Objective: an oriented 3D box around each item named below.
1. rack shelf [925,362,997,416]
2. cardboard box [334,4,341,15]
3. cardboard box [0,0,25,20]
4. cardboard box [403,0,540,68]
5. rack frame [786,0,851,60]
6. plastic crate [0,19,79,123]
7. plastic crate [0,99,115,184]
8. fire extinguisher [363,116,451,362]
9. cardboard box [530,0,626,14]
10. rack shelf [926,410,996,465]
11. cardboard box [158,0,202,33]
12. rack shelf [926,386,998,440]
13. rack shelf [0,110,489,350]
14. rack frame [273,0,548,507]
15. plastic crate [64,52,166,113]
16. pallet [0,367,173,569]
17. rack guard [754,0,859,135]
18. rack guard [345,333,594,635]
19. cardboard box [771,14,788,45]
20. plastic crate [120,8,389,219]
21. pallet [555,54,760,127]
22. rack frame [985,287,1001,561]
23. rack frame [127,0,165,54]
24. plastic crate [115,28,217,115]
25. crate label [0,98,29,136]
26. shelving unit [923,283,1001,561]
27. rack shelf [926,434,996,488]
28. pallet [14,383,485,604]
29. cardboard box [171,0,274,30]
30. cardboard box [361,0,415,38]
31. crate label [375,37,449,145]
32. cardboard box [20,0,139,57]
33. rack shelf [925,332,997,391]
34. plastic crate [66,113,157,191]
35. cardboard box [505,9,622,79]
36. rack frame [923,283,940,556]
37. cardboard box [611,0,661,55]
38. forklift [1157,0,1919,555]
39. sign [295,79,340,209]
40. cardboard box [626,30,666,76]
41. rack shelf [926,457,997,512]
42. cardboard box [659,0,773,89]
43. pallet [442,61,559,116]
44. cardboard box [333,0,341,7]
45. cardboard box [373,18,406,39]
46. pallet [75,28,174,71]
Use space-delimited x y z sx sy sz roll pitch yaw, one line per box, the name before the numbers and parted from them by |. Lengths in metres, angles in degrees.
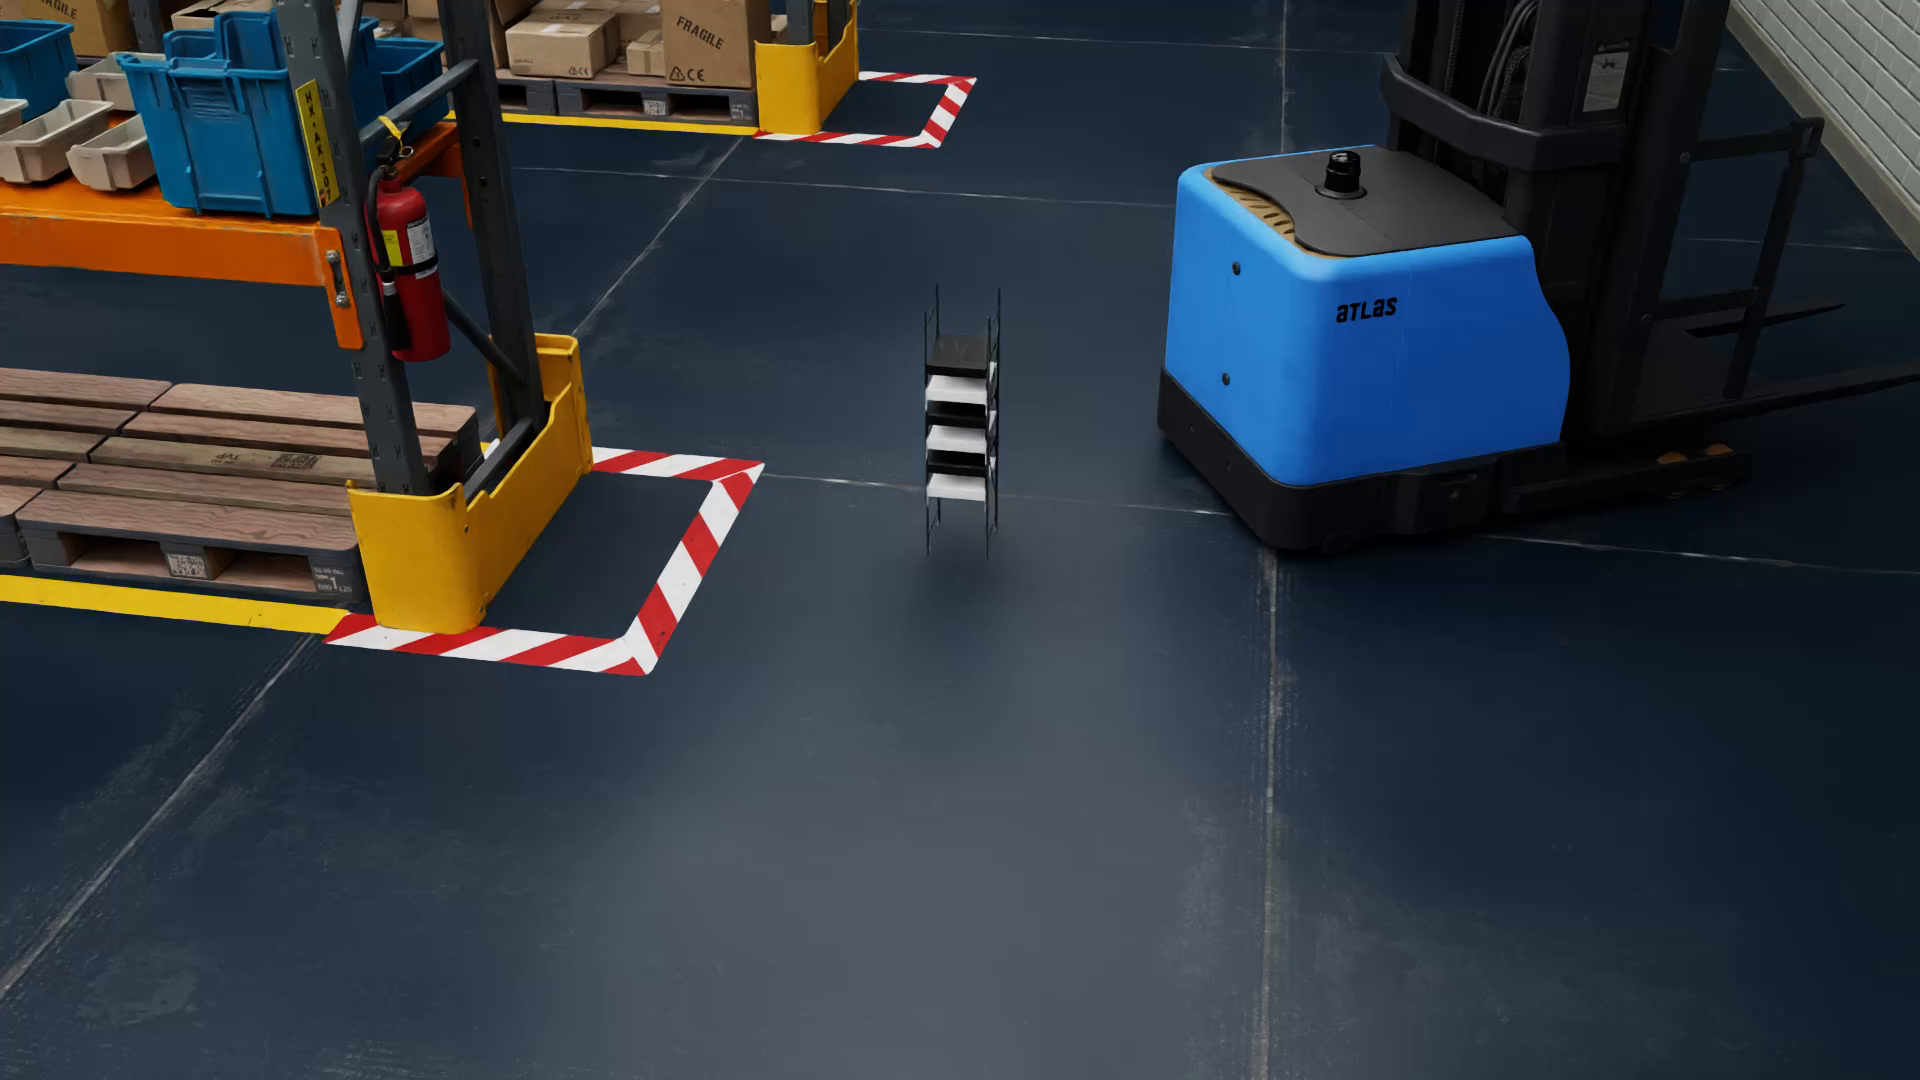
rack shelf | 0.008 -0.505 5.432 0.200 0.077 0.258 5 32 8
cardboard box | -3.764 -3.303 10.472 0.250 0.149 0.380 5 32 8
cardboard box | -5.774 -3.299 10.135 0.500 0.500 0.500 5 32 8
cardboard box | -2.900 -3.193 9.962 0.637 0.503 0.797 5 32 8
rack frame | -0.810 -3.872 9.109 0.127 3.000 1.000 5 32 8
plastic crate | -3.133 -1.548 5.498 0.300 0.233 0.416 5 32 8
plastic crate | -2.765 -1.207 5.044 0.243 0.136 0.396 5 32 8
fire extinguisher | -1.575 -0.840 4.689 0.183 0.674 0.296 5 32 8
cardboard box | -2.284 -3.180 10.179 0.500 0.250 0.500 5 32 8
rack shelf | 0.008 -0.352 5.528 0.200 0.077 0.258 5 32 8
cardboard box | -5.189 -3.527 10.499 0.500 0.500 0.500 4 32 6
rack shelf | 0.008 -0.429 5.480 0.200 0.077 0.258 5 32 8
rack shelf | -3.619 -1.156 5.447 4.000 0.370 1.077 5 32 8
rack frame | -1.647 -1.282 4.971 0.127 3.000 1.000 5 32 8
plastic crate | -2.806 -1.522 5.547 0.298 0.136 0.250 5 32 8
pallet | -3.653 -0.304 6.037 1.213 0.211 1.003 5 32 8
rack guard | -0.885 -2.820 9.784 0.348 0.500 1.175 5 32 8
rack guard | -1.621 -0.227 5.642 0.348 0.500 1.175 5 32 8
cardboard box | -1.165 -3.068 10.096 0.250 0.149 0.380 5 32 8
plastic crate | -2.009 -1.255 4.838 0.499 0.435 0.616 5 32 8
pallet | -1.671 -2.768 9.973 1.213 0.211 1.003 5 32 8
rack frame | 0.108 -0.372 5.496 0.006 0.900 0.240 5 32 8
rack frame | -4.753 -4.229 9.680 0.127 3.000 1.000 5 32 8
plastic crate | -2.484 -1.490 5.404 0.300 0.233 0.416 5 32 8
crate label | -3.044 -1.219 5.063 0.243 0.136 0.396 5 32 8
shelving unit | 0.008 -0.381 5.510 0.210 0.900 0.258 5 32 8
rack shelf | 0.008 -0.276 5.576 0.200 0.077 0.258 5 32 8
pallet | -2.454 -0.194 5.861 1.213 0.211 1.003 5 32 8
cardboard box | -4.376 -3.126 10.036 0.500 0.311 0.500 5 32 8
cardboard box | -3.405 -3.307 10.325 0.500 0.311 0.500 5 32 8
crate label | -1.835 -1.431 5.310 0.303 0.233 0.416 5 32 8
cardboard box | -5.288 -3.251 10.057 0.500 0.500 0.500 5 32 8
rack shelf | 0.008 -0.581 5.384 0.200 0.077 0.258 5 32 8
plastic crate | -2.482 -1.174 4.990 0.243 0.136 0.396 5 32 8
cardboard box | -2.319 -2.914 9.755 0.500 0.250 0.500 5 32 8
rack frame | -0.092 -0.390 5.525 0.006 0.900 0.240 5 32 8
cardboard box | -1.791 -3.135 10.108 0.500 0.250 0.500 5 32 8
forklift | 2.323 -1.647 5.619 3.031 2.935 1.130 -10 33 -15
sign | -1.724 -1.062 4.466 0.005 0.325 0.100 5 32 8
cardboard box | -1.772 -2.861 9.749 0.250 0.166 0.380 5 32 8
rack shelf | 0.008 -0.200 5.623 0.200 0.077 0.258 5 32 8
cardboard box | -1.388 -2.919 9.528 0.500 0.500 0.500 5 32 8
pallet | -2.870 -2.878 10.149 1.213 0.211 1.003 5 32 8
cardboard box | -4.144 -3.454 10.382 0.500 0.500 0.500 5 32 8
cardboard box | -3.521 -2.992 9.959 0.250 0.166 0.380 5 32 8
pallet | -5.561 -3.100 10.504 1.213 0.211 1.003 5 32 8
